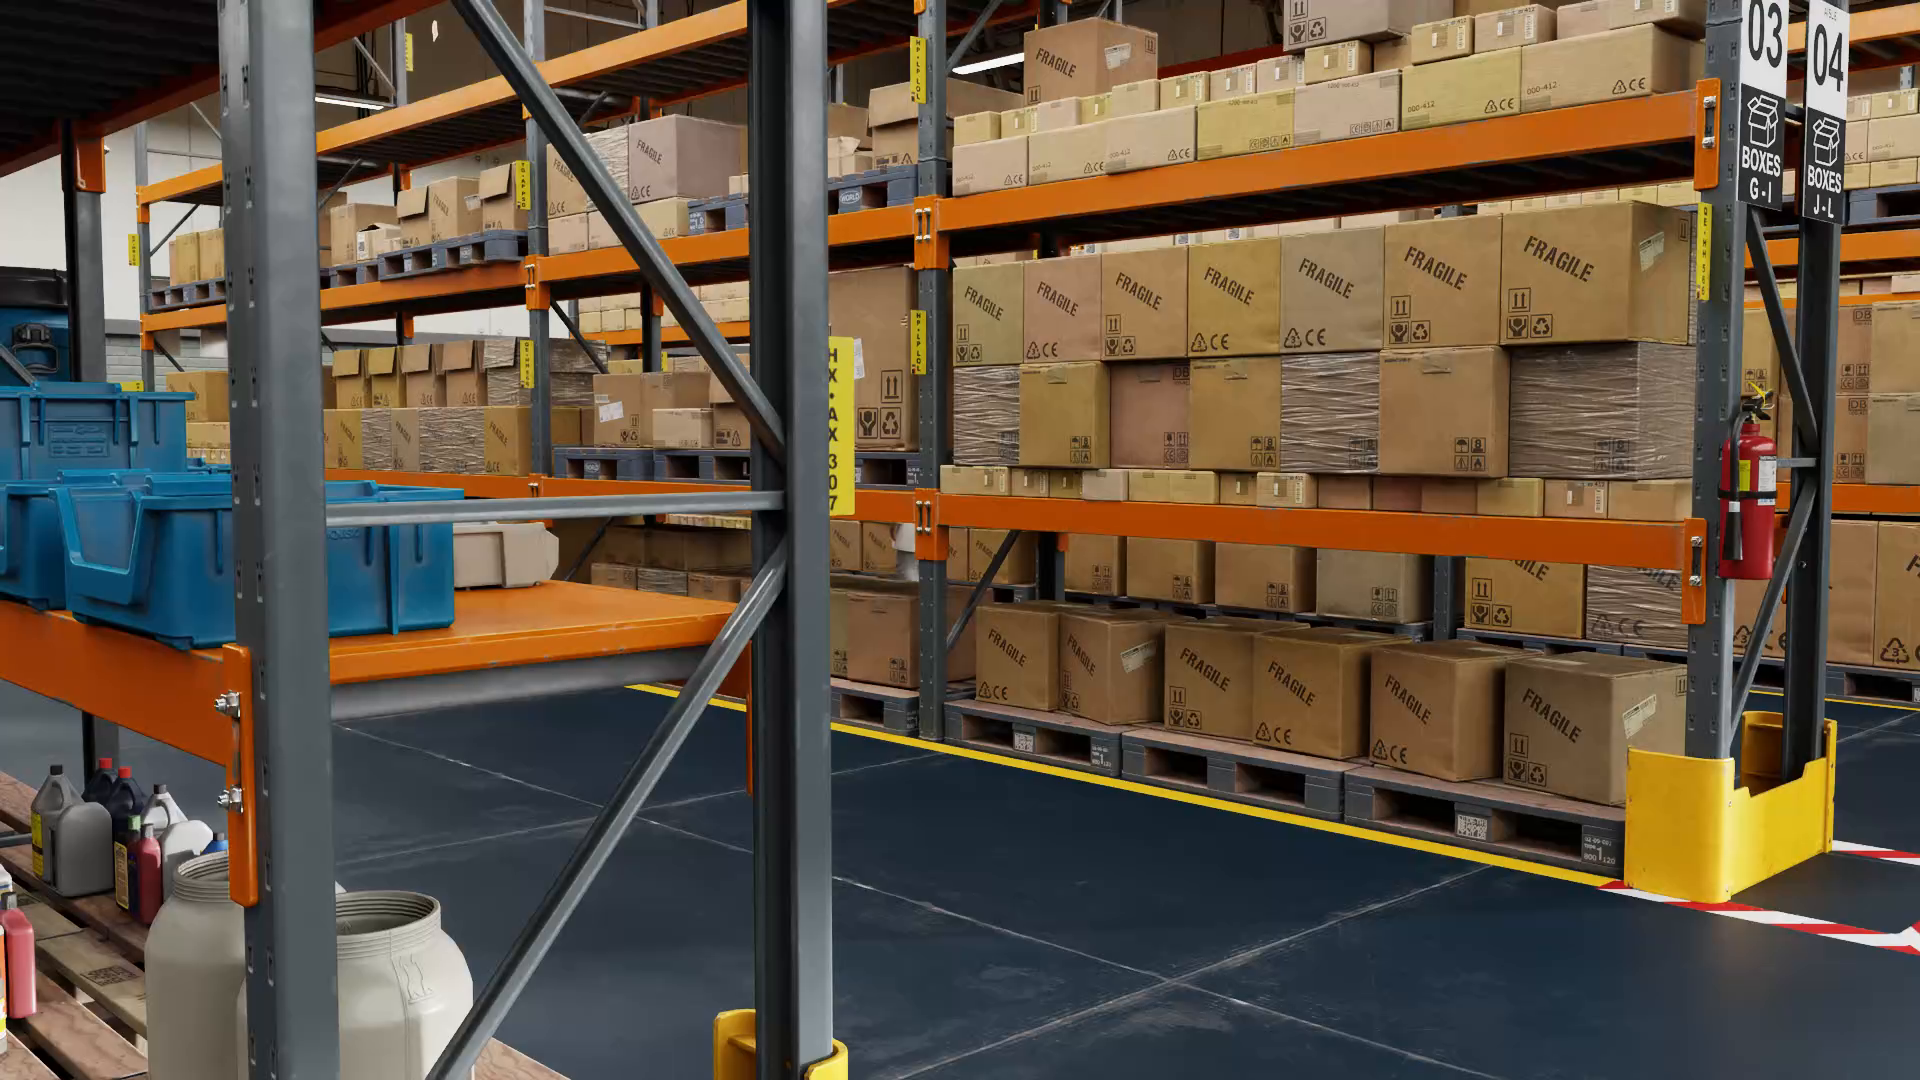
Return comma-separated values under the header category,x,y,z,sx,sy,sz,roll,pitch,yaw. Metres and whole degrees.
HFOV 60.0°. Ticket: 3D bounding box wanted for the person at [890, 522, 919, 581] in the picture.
category,x,y,z,sx,sy,sz,roll,pitch,yaw
person,-0.336,-0.145,13.424,0.429,1.772,0.644,4,5,43
